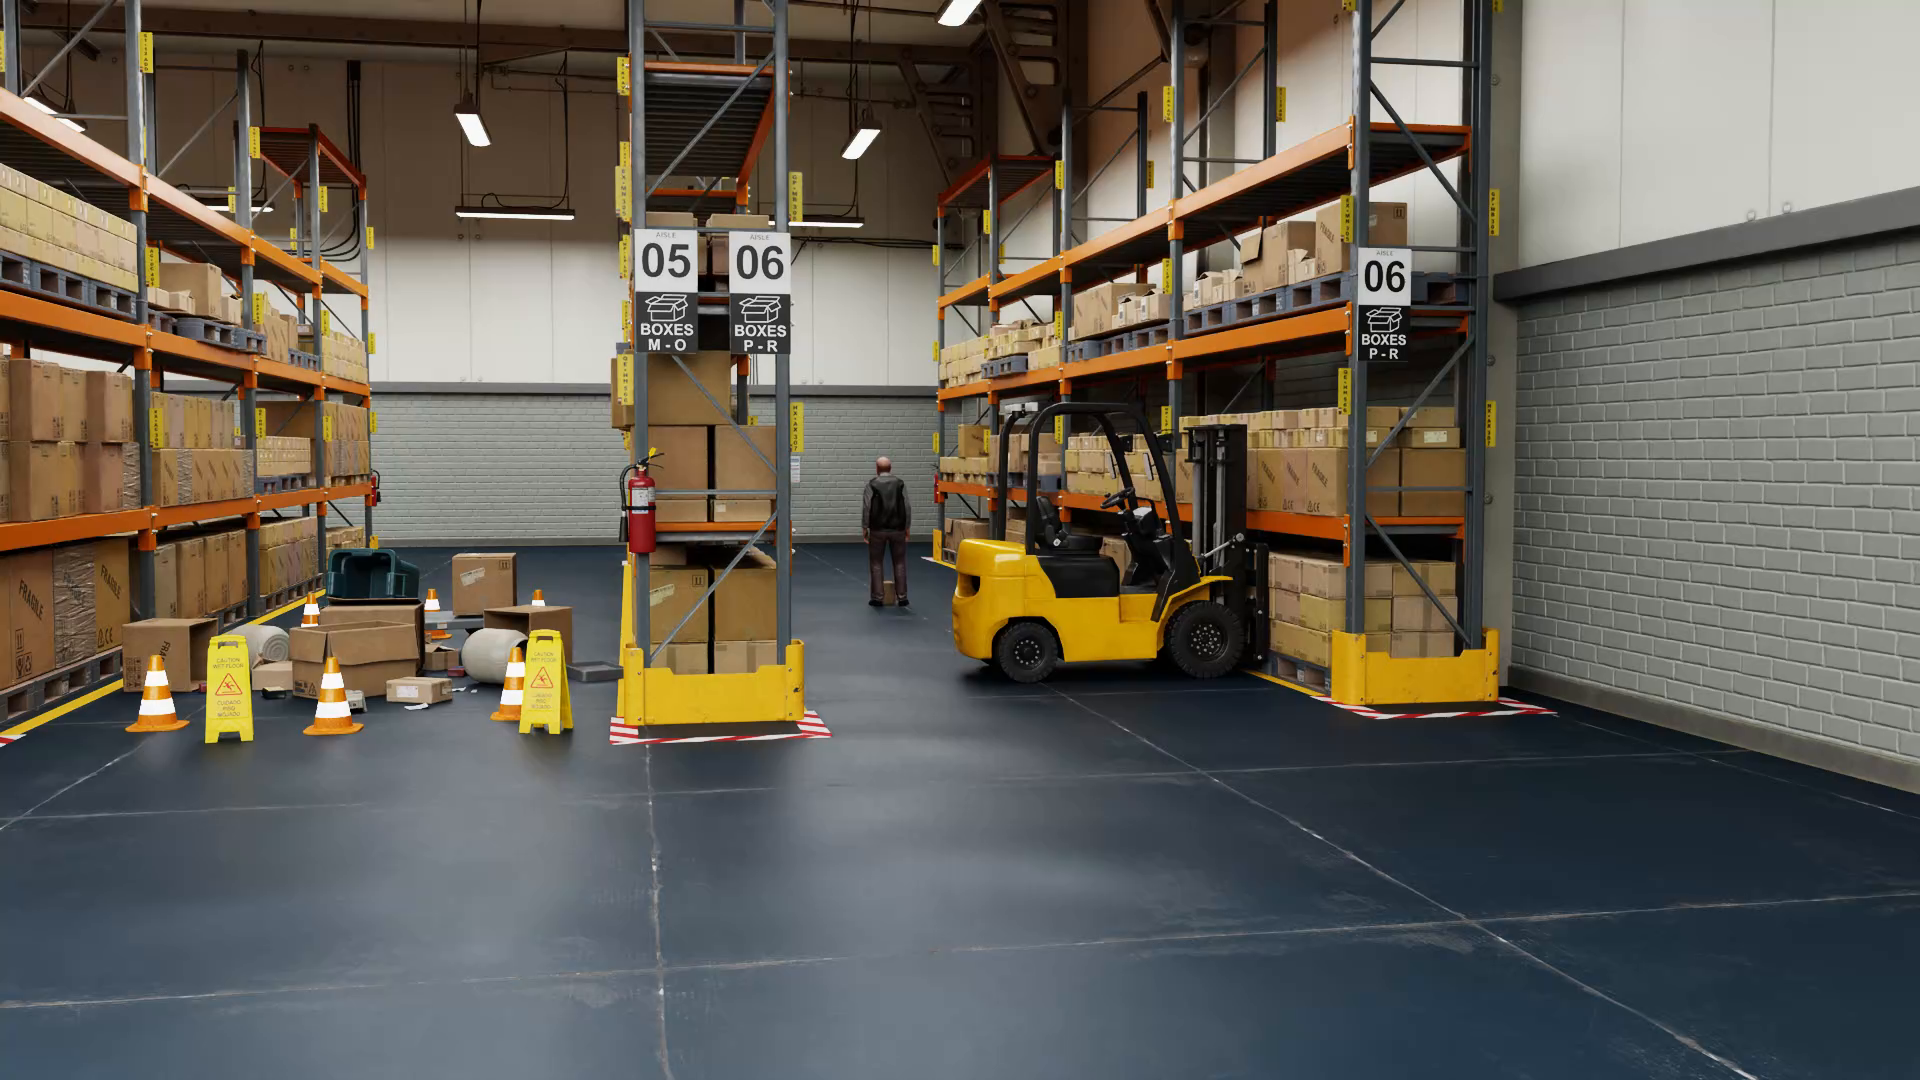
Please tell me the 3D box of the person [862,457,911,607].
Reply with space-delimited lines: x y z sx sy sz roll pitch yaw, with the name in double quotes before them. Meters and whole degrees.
"person" -0.847 -0.098 19.210 0.584 1.719 0.426 -1 3 -15
